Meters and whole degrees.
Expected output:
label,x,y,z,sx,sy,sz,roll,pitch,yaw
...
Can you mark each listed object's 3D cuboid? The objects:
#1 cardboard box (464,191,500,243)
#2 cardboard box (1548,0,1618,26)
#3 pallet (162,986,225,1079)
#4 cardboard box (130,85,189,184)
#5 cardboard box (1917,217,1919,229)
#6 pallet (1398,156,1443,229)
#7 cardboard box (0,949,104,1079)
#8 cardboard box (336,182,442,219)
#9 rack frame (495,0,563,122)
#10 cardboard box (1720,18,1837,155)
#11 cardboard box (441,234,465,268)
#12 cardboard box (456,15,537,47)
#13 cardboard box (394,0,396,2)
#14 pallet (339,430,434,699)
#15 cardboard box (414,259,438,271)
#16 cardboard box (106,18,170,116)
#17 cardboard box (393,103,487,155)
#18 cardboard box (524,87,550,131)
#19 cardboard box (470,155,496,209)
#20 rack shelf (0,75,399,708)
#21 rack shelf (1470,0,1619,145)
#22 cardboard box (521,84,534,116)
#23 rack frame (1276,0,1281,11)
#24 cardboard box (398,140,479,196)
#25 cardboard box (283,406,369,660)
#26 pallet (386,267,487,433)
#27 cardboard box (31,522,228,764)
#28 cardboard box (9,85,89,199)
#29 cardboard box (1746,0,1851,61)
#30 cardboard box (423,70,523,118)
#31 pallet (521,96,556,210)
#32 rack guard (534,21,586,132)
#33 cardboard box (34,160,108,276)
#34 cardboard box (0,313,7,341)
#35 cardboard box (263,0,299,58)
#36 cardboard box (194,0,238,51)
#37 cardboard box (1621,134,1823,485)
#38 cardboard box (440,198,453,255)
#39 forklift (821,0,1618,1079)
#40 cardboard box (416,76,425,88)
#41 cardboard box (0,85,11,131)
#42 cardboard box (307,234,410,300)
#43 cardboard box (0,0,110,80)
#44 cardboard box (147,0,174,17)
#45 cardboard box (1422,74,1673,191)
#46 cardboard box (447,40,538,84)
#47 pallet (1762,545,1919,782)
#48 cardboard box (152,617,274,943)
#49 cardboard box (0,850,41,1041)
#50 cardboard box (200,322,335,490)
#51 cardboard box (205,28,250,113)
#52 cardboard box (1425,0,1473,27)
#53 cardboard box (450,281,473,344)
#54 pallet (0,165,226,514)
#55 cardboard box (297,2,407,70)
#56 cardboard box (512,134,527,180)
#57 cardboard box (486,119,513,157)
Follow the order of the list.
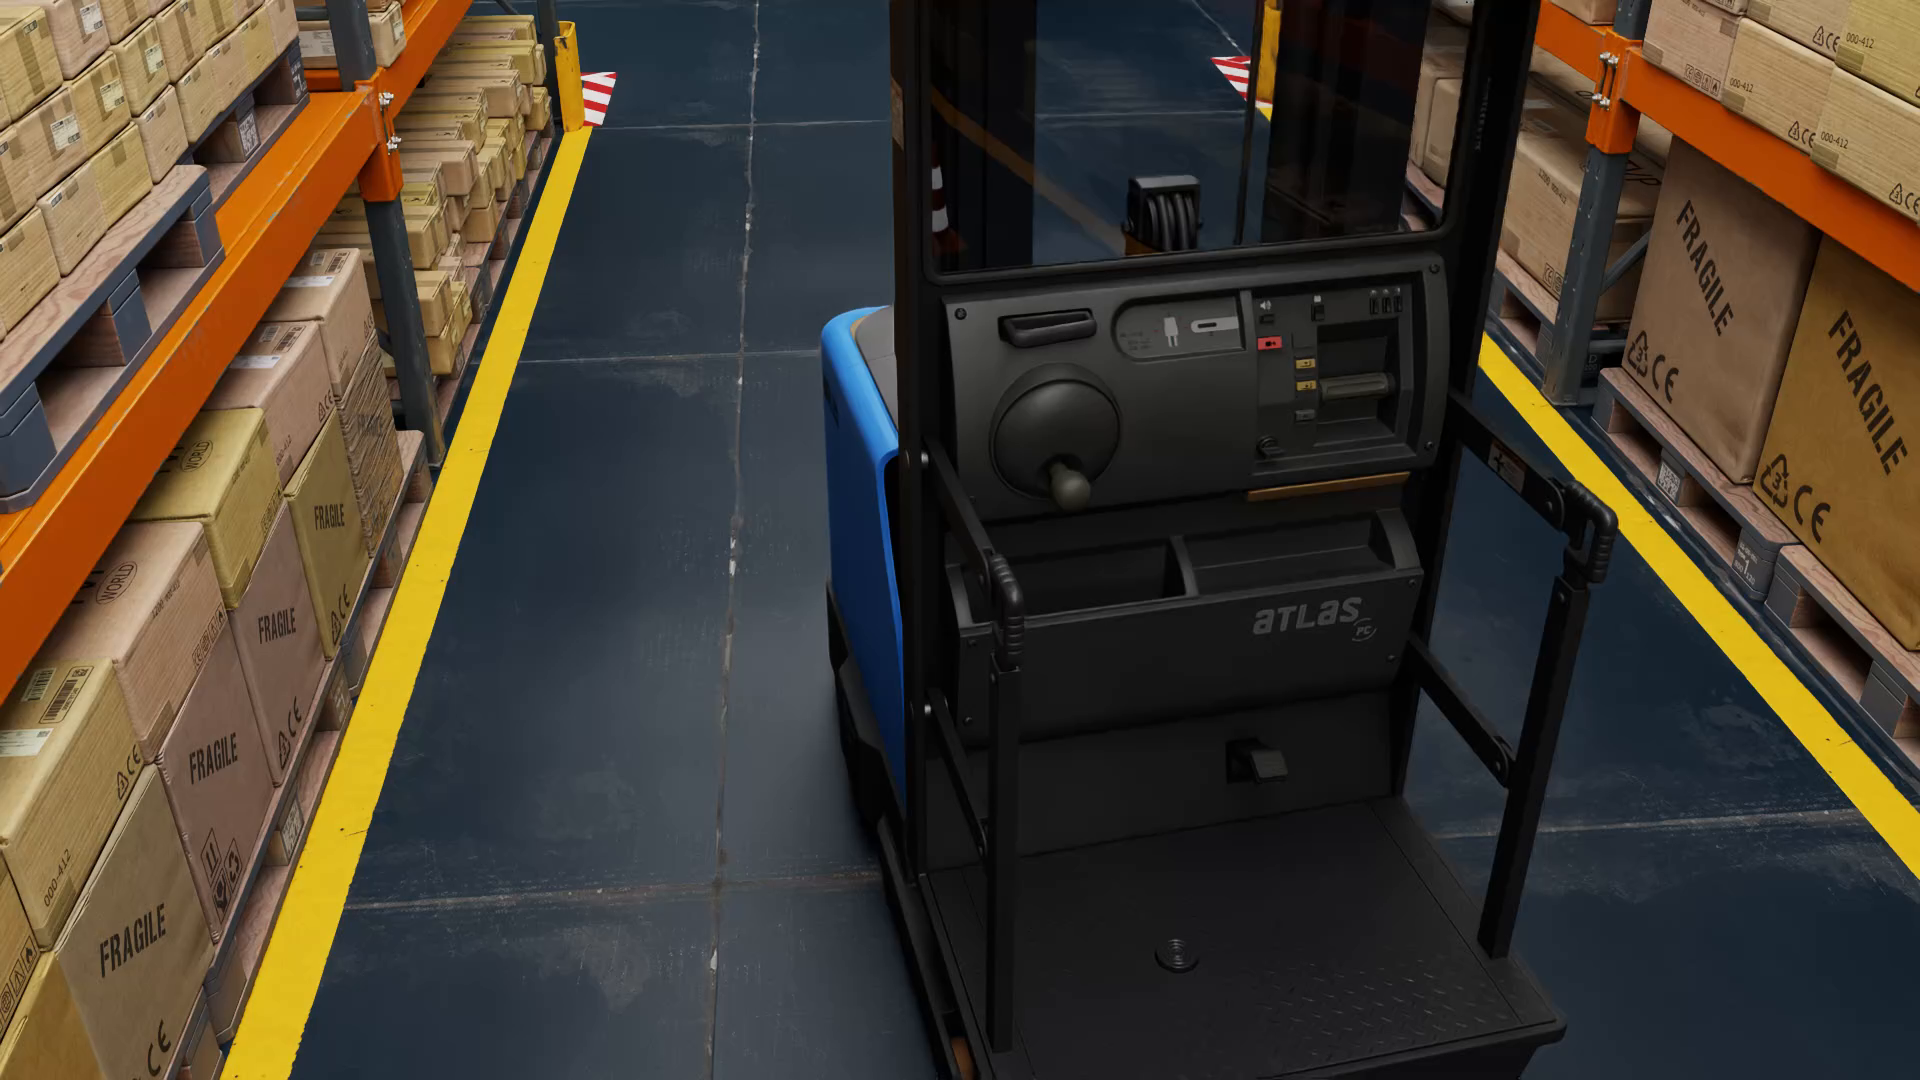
label,x,y,z,sx,sy,sz,roll,pitch,yaw
cardboard box,-2.144,-1.351,6.958,0.380,0.149,0.250,-4,31,-6
cardboard box,2.353,-2.089,5.725,0.500,0.500,0.500,-2,31,-4
pallet,-1.966,1.307,2.856,1.003,0.211,1.213,-3,31,-5
cardboard box,-1.933,-0.883,3.638,0.380,0.149,0.250,-4,31,-7
cardboard box,2.549,-0.738,3.707,0.500,0.250,0.500,-3,31,-5
pallet,2.541,-1.641,7.792,1.003,0.211,1.213,-3,31,-5
cardboard box,-1.706,1.028,2.631,0.500,0.500,0.500,-4,31,-7
cardboard box,-2.133,-1.201,6.126,0.380,0.149,0.250,-3,31,-5
rack frame,-2.642,-3.575,8.311,1.000,3.000,0.127,-3,31,-5
cardboard box,2.479,-1.256,4.574,0.500,0.250,0.500,-3,31,-6
cardboard box,-2.155,-1.078,6.501,0.380,0.149,0.250,-3,31,-6
cardboard box,-2.340,-2.529,8.349,0.380,0.149,0.250,-2,31,-4
cardboard box,-2.144,-1.848,5.663,0.380,0.149,0.250,-4,31,-7
pallet,-2.194,0.061,4.941,1.003,0.211,1.213,-3,31,-5
cardboard box,-2.096,-0.943,5.983,0.380,0.149,0.250,-3,31,-4
cardboard box,-1.935,-1.006,3.555,0.380,0.149,0.250,-4,31,-7
cardboard box,-2.214,-1.730,7.011,0.380,0.149,0.250,-3,31,-4
cardboard box,-2.260,-2.147,8.289,0.380,0.149,0.250,-2,31,-3
cardboard box,-2.140,-1.477,6.878,0.380,0.149,0.250,-3,31,-5
rack shelf,-2.081,-0.203,3.367,1.077,0.370,4.000,-3,31,-5
rack shelf,2.464,-2.534,7.269,1.077,0.370,4.000,-3,31,-5
cardboard box,-2.258,-2.139,7.986,0.380,0.149,0.250,-4,31,-7
rack frame,2.277,-3.864,8.794,1.000,3.000,0.127,-3,31,-5
cardboard box,-2.123,-1.467,6.571,0.380,0.149,0.250,-2,31,-4
cardboard box,-1.900,-0.013,4.374,0.500,0.500,0.500,-3,31,-6
pallet,-2.366,-0.677,6.178,1.003,0.211,1.213,-3,31,-5
cardboard box,-1.798,0.204,3.280,0.500,0.250,0.500,-3,31,-4
cardboard box,-1.890,-0.743,3.113,0.380,0.149,0.250,-2,31,-3
cardboard box,2.488,-1.469,4.443,0.500,0.250,0.500,-2,31,-4
cardboard box,-2.181,-2.002,7.467,0.380,0.149,0.250,-2,31,-3
pallet,-2.594,-1.923,8.264,1.003,0.211,1.213,-3,31,-5
rack guard,-2.635,-2.464,8.887,1.175,0.500,0.348,-3,31,-5
cardboard box,-1.884,-0.611,3.184,0.380,0.149,0.250,-4,31,-6
cardboard box,-1.840,-0.350,2.746,0.380,0.149,0.250,-2,31,-3
cardboard box,-2.034,-1.412,4.525,0.380,0.149,0.250,-3,31,-6
cardboard box,-1.988,-1.278,4.011,0.380,0.149,0.250,-1,31,-2
cardboard box,2.789,-0.777,5.289,0.875,0.875,0.875,-2,31,-3
cardboard box,-2.177,-1.203,6.420,0.380,0.149,0.250,-4,31,-7
forklift,0.487,-0.229,2.776,1.130,2.935,3.031,-7,32,-12
cardboard box,-2.768,-2.116,7.949,0.380,0.149,0.250,-2,31,-4
cardboard box,-1.869,-0.735,2.811,0.380,0.149,0.250,-2,31,-3
cardboard box,-2.094,-0.931,5.674,0.380,0.149,0.250,-2,31,-3
cardboard box,-1.915,-1.000,3.254,0.380,0.149,0.250,-4,31,-7
cardboard box,-1.963,-1.262,3.694,0.380,0.149,0.250,-3,31,-5
cardboard box,2.615,-1.685,7.235,0.875,0.438,0.875,-4,31,-6
cardboard box,-2.223,-2.272,7.919,0.380,0.149,0.250,-3,31,-6
pallet,2.915,0.390,4.392,1.003,0.211,1.213,-3,31,-5
cardboard box,-1.809,0.510,3.499,0.500,0.500,0.500,-4,31,-6
cardboard box,-1.718,0.716,2.423,0.500,0.250,0.500,-4,31,-7
cardboard box,-1.912,-0.331,4.176,0.500,0.250,0.500,-1,31,-2
cardboard box,-1.987,-1.152,4.090,0.380,0.149,0.250,-3,31,-5
cardboard box,2.439,-2.612,8.787,0.875,0.438,0.875,-4,31,-6
cardboard box,-2.007,-0.827,6.080,0.380,0.149,0.250,-2,31,-3
pallet,-2.120,-0.417,3.211,1.003,0.211,1.213,-3,31,-5
cardboard box,-1.969,-1.586,5.225,0.380,0.149,0.250,-2,31,-3
cardboard box,-2.199,-1.755,7.634,0.380,0.149,0.250,-4,31,-7
cardboard box,-2.191,-1.743,7.323,0.380,0.149,0.250,-1,31,-2
